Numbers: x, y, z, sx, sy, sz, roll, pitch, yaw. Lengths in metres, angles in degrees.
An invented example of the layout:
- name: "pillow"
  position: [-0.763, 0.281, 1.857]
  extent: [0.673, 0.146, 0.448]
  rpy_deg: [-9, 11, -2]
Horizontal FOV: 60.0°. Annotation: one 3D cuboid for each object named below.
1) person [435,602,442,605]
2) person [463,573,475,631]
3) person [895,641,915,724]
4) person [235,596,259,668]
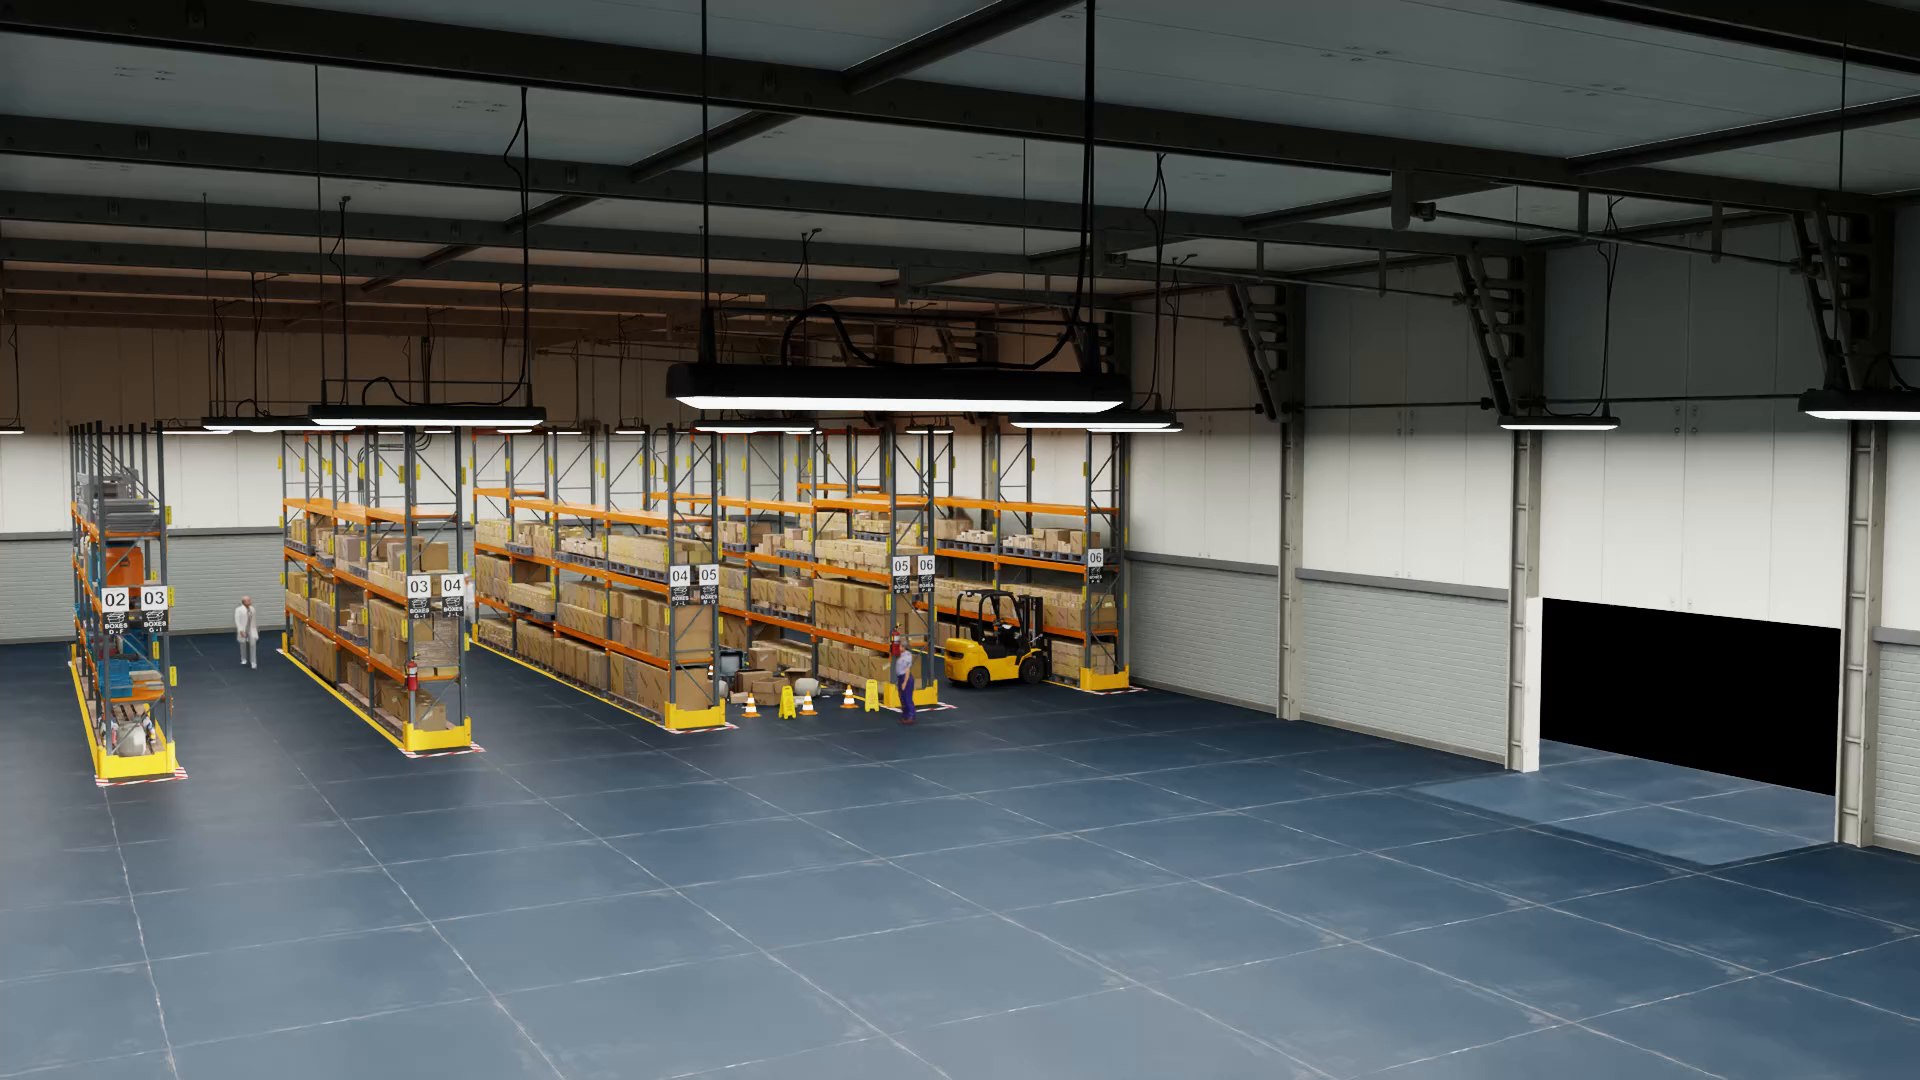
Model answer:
- name: "person"
  position: [-13.576, 2.182, 43.538]
  extent: [0.549, 1.677, 0.375]
  rpy_deg: [3, 5, 42]
- name: "person"
  position: [-14.376, 1.833, 48.406]
  extent: [0.646, 1.734, 1.020]
  rpy_deg: [0, 4, 6]
- name: "person"
  position: [-1.104, 2.860, 33.290]
  extent: [0.377, 1.665, 0.522]
  rpy_deg: [-1, 4, -20]
- name: "person"
  position: [-17.786, 2.276, 41.459]
  extent: [0.528, 1.743, 1.066]
  rpy_deg: [-2, 4, -30]
